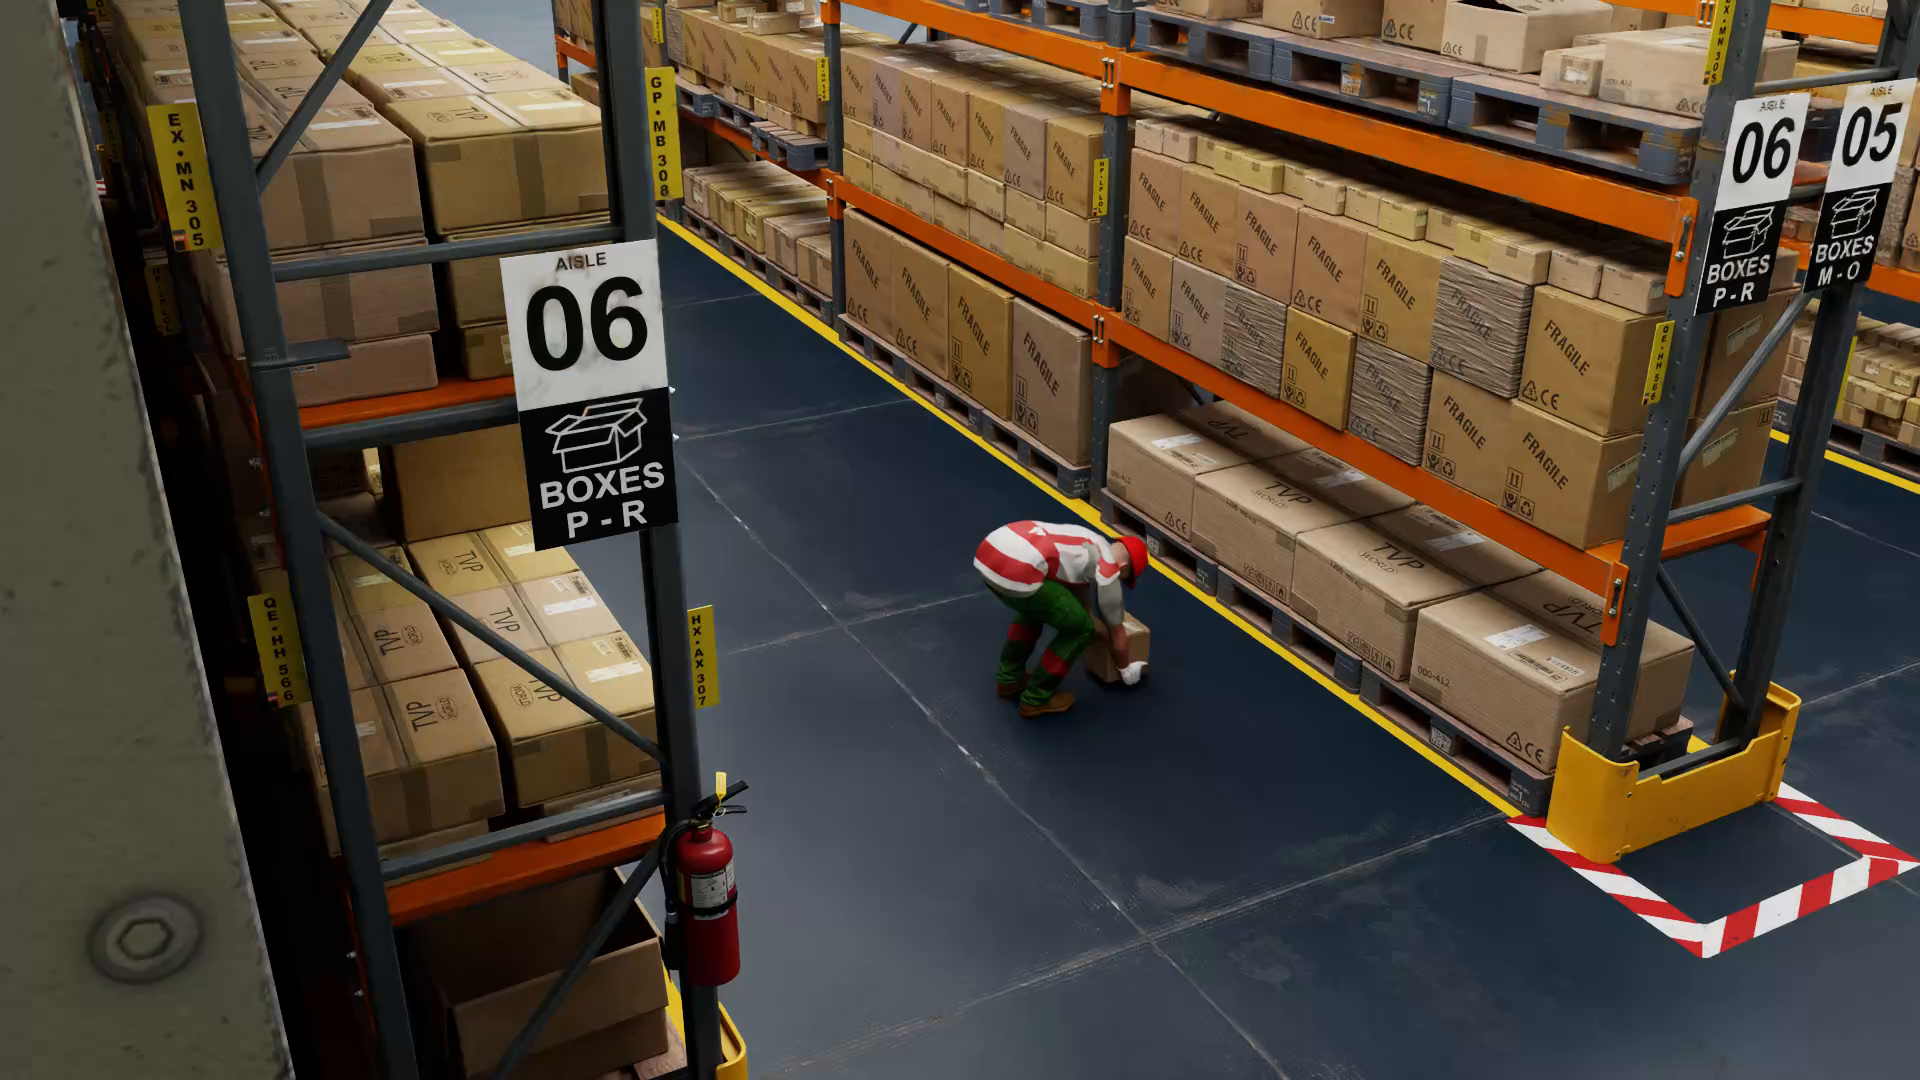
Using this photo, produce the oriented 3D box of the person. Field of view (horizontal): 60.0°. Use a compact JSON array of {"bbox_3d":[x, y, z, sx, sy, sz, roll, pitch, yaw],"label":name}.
[{"bbox_3d":[0.355,-0.011,7.999,0.449,1.791,0.537,-13,28,-26],"label":"person"}]
